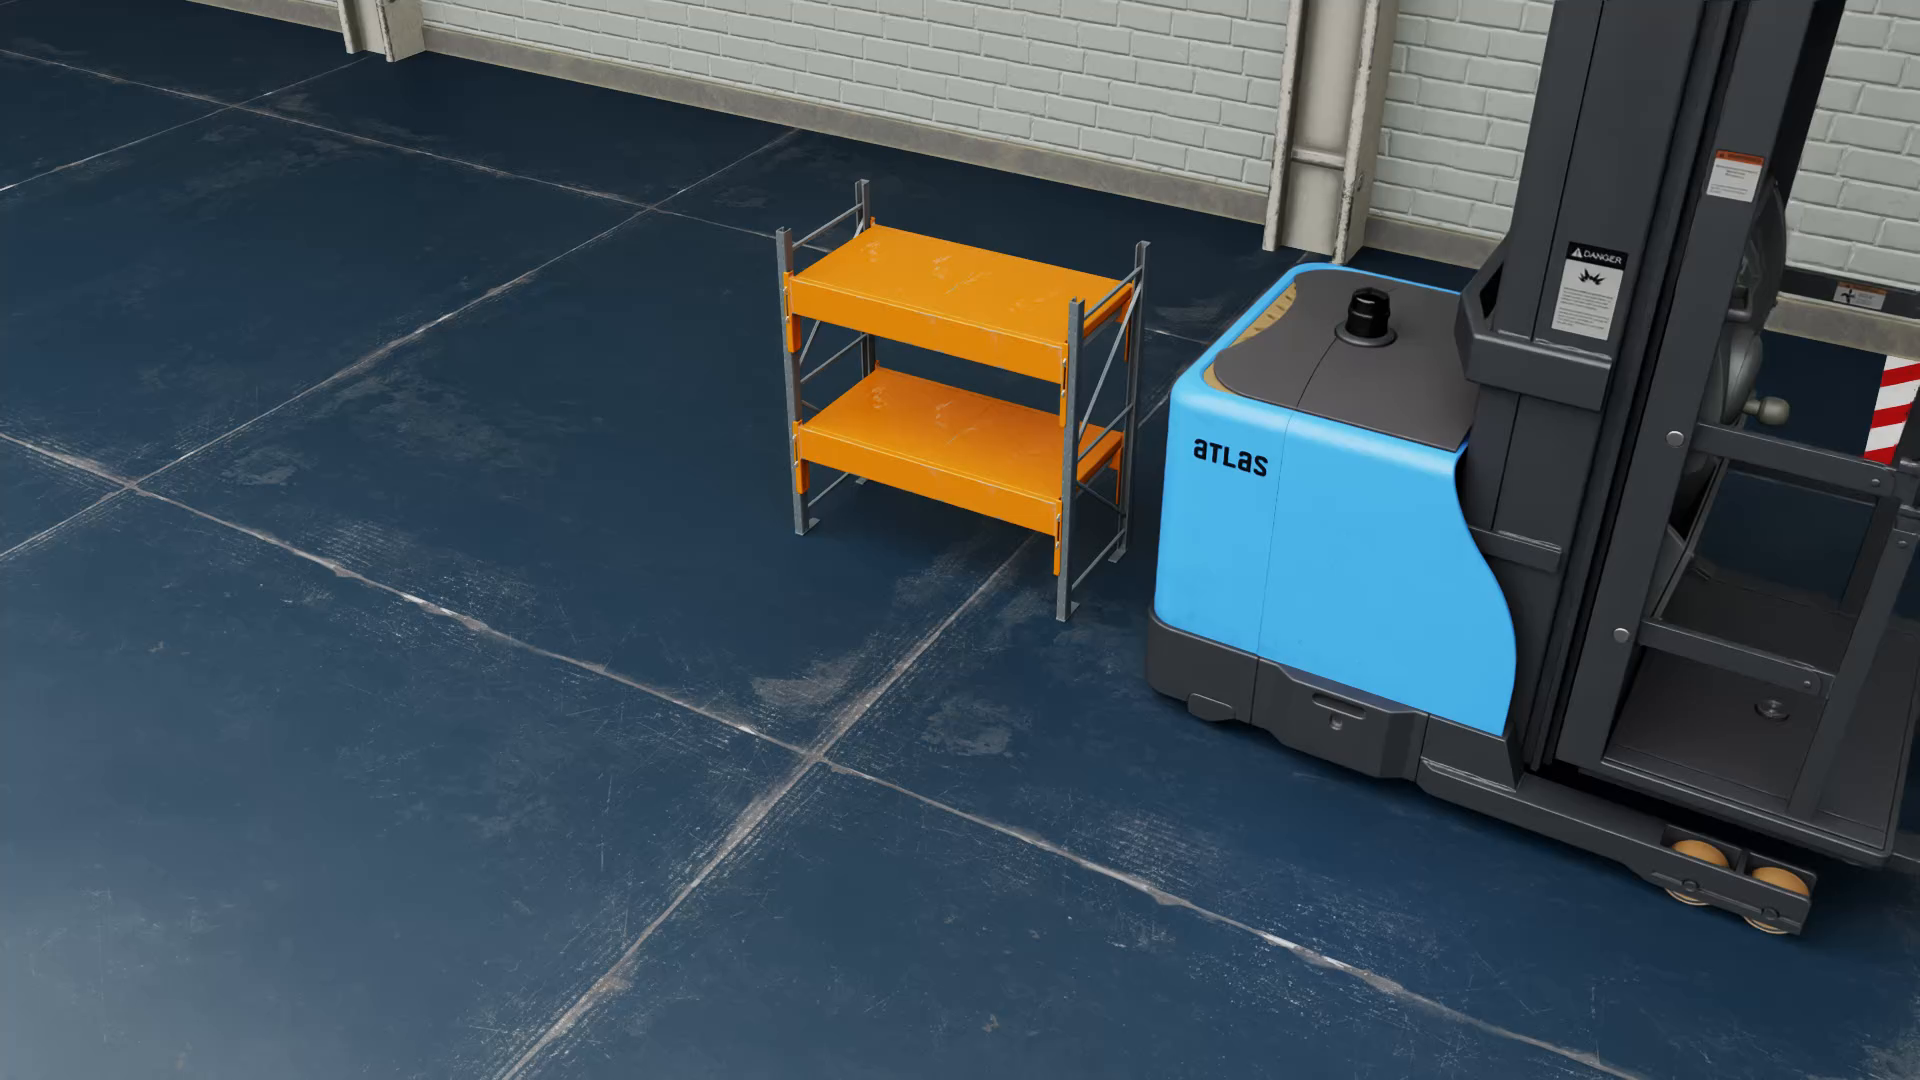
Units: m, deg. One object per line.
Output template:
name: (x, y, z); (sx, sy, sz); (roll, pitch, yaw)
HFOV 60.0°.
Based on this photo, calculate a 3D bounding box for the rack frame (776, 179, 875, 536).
rack frame: (-0.435, -0.606, 5.645); (0.032, 1.125, 0.500); (18, 37, 24)

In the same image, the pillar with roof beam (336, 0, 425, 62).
pillar with roof beam: (-5.681, -4.709, 4.702); (0.400, 9.000, 9.100); (18, 37, 24)

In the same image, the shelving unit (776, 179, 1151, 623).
shelving unit: (0.006, -0.466, 5.435); (1.048, 1.125, 0.538); (18, 37, 24)

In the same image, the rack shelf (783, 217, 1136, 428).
rack shelf: (0.006, -0.710, 5.273); (1.000, 0.278, 0.538); (18, 37, 24)

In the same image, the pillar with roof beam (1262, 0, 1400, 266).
pillar with roof beam: (-0.472, -3.058, 2.224); (0.400, 9.000, 9.100); (18, 37, 24)

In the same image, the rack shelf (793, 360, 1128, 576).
rack shelf: (0.006, -0.263, 5.571); (1.000, 0.278, 0.538); (18, 37, 24)

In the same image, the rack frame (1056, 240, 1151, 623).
rack frame: (0.447, -0.327, 5.225); (0.032, 1.125, 0.500); (18, 37, 24)

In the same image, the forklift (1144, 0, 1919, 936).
forklift: (2.085, -0.555, 3.939); (3.031, 2.935, 1.130); (18, 38, 25)
